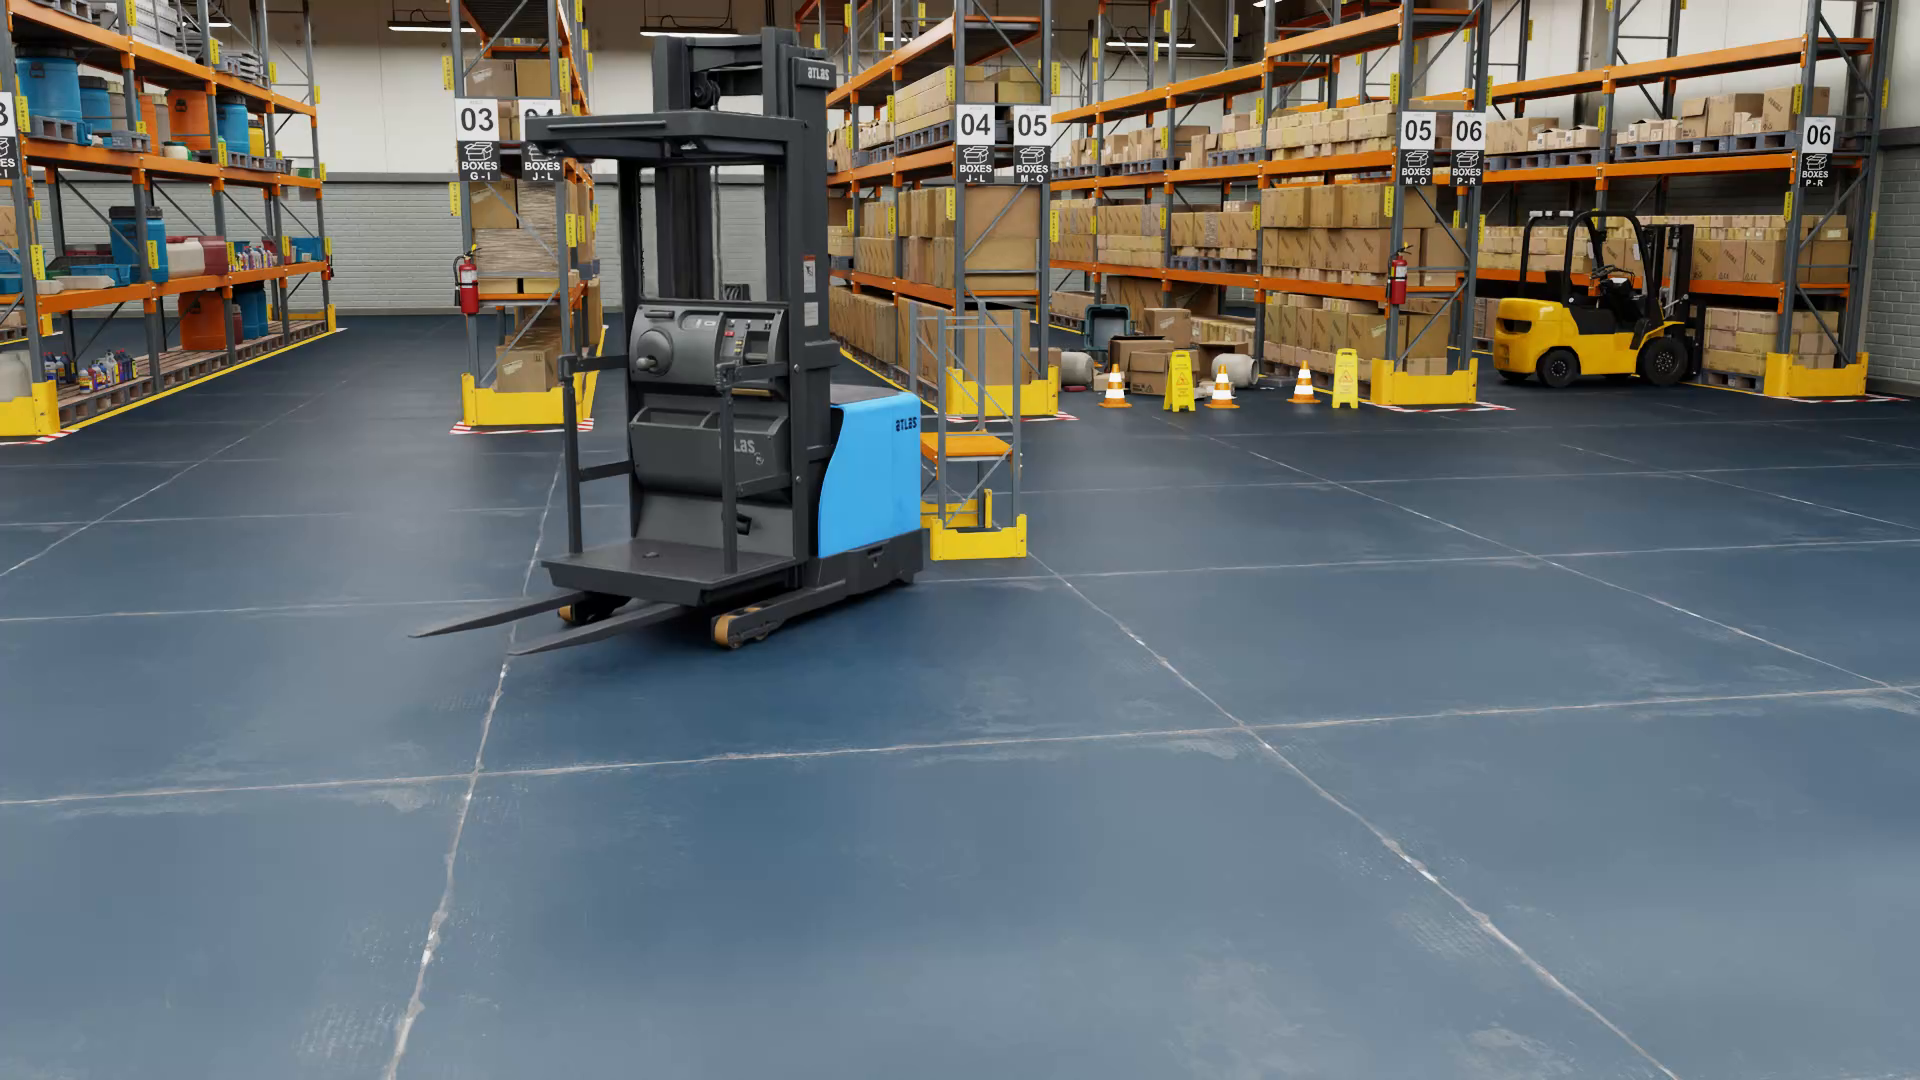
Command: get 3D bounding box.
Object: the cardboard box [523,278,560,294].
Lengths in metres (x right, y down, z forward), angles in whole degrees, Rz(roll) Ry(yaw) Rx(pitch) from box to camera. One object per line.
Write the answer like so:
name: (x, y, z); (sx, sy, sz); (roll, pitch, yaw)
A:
cardboard box: (-4.263, -2.601, 17.011); (0.380, 0.149, 0.250); (-2, 11, -11)

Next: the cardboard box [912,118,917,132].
cardboard box: (-0.348, -4.852, 19.424); (0.380, 0.149, 0.250); (-2, 11, -11)

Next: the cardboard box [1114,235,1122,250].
cardboard box: (2.955, -5.117, 28.625); (0.500, 0.250, 0.500); (-2, 11, -10)

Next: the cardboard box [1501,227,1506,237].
cardboard box: (8.634, -4.783, 25.802); (0.380, 0.149, 0.250); (-2, 11, -10)

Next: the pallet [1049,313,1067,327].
pallet: (2.399, -4.445, 33.484); (1.003, 0.211, 1.213); (-2, 11, -11)

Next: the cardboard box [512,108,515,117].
cardboard box: (-4.896, -4.492, 17.587); (0.380, 0.149, 0.250); (-2, 11, -10)

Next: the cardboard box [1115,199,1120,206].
cardboard box: (3.073, -6.197, 30.558); (0.380, 0.149, 0.250); (-2, 11, -10)

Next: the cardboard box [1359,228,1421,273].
cardboard box: (4.903, -3.309, 18.994); (0.500, 0.500, 0.500); (-2, 11, -12)

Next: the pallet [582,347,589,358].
pallet: (-5.847, -2.617, 23.883); (1.003, 0.211, 1.213); (-2, 11, -11)

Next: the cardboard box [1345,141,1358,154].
cardboard box: (4.757, -4.616, 19.578); (0.380, 0.149, 0.250); (-2, 11, -11)

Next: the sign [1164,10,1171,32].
sign: (3.179, -7.954, 25.497); (0.100, 0.325, 0.005); (-2, 11, -11)

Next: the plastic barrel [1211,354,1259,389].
plastic barrel: (3.392, -2.082, 20.503); (0.512, 0.421, 0.421); (6, 12, 28)

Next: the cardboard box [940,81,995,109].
cardboard box: (0.074, -4.706, 17.593); (0.500, 0.250, 0.500); (-2, 11, -10)

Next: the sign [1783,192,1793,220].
sign: (9.612, -3.873, 19.292); (0.100, 0.325, 0.005); (-2, 11, -11)

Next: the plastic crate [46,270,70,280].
plastic crate: (-10.091, -2.854, 18.233); (0.450, 0.188, 0.662); (-2, 11, -11)

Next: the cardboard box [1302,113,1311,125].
cardboard box: (4.486, -5.241, 20.729); (0.380, 0.149, 0.250); (-2, 11, -13)

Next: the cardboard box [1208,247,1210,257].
cardboard box: (3.884, -4.260, 24.603); (0.380, 0.149, 0.250); (-2, 11, -9)

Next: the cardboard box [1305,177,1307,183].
cardboard box: (7.093, -7.188, 33.086); (0.380, 0.149, 0.250); (-2, 11, -12)

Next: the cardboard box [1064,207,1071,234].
cardboard box: (2.294, -6.120, 31.887); (0.500, 0.500, 0.500); (-2, 11, -11)

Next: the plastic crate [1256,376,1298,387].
plastic crate: (4.002, -2.005, 21.019); (0.402, 0.080, 0.583); (-6, 13, -31)

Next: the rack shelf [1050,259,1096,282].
rack shelf: (2.556, -5.238, 32.118); (1.077, 0.370, 4.000); (-2, 11, -11)

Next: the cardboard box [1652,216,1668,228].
cardboard box: (9.364, -4.195, 21.914); (0.380, 0.149, 0.250); (-2, 11, -12)

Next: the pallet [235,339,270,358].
pallet: (-11.284, -2.947, 25.615); (1.003, 0.211, 1.213); (-2, 11, -11)

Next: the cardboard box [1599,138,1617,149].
cardboard box: (9.397, -5.707, 23.917); (0.380, 0.149, 0.250); (-2, 11, -11)

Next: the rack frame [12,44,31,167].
rack frame: (-17.272, -8.185, 29.635); (1.000, 3.000, 0.127); (-2, 11, -11)

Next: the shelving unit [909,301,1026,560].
shelving unit: (0.015, -0.723, 10.483); (0.587, 1.500, 1.083); (-2, 11, -11)

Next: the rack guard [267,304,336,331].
rack guard: (-12.429, -4.194, 31.393); (1.175, 0.500, 0.348); (-2, 11, -11)

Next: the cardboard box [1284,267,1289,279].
cardboard box: (4.429, -3.472, 21.590); (0.380, 0.149, 0.250); (-2, 11, -11)

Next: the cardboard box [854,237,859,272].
cardboard box: (-1.290, -4.249, 24.733); (0.500, 0.500, 0.500); (-2, 11, -10)

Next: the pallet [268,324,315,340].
pallet: (-12.056, -3.672, 29.424); (1.003, 0.211, 1.213); (-2, 11, -11)

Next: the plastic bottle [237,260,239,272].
plastic bottle: (-10.735, -4.076, 24.618); (0.097, 0.201, 0.097); (0, 11, 0)

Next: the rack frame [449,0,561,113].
rack frame: (-4.442, -5.610, 16.106); (1.000, 3.000, 0.127); (-2, 11, -11)

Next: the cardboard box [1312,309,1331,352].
cardboard box: (4.671, -2.574, 20.420); (0.500, 0.500, 0.500); (-2, 11, -12)

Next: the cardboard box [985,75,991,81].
cardboard box: (0.494, -5.082, 18.500); (0.380, 0.149, 0.250); (-2, 11, -12)

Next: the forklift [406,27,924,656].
forklift: (-1.386, -1.016, 8.197); (1.130, 2.935, 3.031); (6, 12, 30)

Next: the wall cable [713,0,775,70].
wall cable: (-5.273, -11.288, 37.330); (2.277, 5.999, 0.120); (-2, 11, -11)

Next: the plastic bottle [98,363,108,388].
plastic bottle: (-9.473, -1.821, 18.363); (0.097, 0.271, 0.097); (0, 11, 0)

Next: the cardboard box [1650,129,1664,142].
cardboard box: (9.308, -5.310, 21.830); (0.380, 0.149, 0.250); (-2, 11, -9)

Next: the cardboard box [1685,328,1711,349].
cardboard box: (9.538, -2.570, 21.072); (0.500, 0.250, 0.500); (-2, 11, -12)

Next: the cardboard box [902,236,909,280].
cardboard box: (-0.251, -3.565, 21.005); (0.875, 0.550, 0.550); (-2, 11, -11)

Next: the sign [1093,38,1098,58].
sign: (2.396, -8.693, 29.378); (0.100, 0.325, 0.005); (-2, 11, -11)

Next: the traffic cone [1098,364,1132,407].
traffic cone: (1.733, -1.728, 18.538); (0.336, 0.463, 0.334); (-2, 11, -11)

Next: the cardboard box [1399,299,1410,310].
cardboard box: (7.987, -4.003, 29.267); (0.500, 0.500, 0.500); (-3, 11, -13)

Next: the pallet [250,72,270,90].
pallet: (-11.443, -7.191, 25.987); (1.003, 0.211, 1.213); (-2, 11, -11)

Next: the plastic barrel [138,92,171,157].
plastic barrel: (-10.909, -5.512, 22.270); (0.600, 0.901, 0.600); (0, 11, 0)

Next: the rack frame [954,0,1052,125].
rack frame: (0.443, -5.772, 16.957); (1.000, 3.000, 0.127); (-2, 11, -11)

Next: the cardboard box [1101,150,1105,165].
cardboard box: (2.699, -6.734, 29.268); (0.396, 0.266, 0.258); (-2, 11, -12)

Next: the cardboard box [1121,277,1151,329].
cardboard box: (3.327, -4.111, 28.832); (0.875, 0.875, 0.875); (-2, 11, -9)

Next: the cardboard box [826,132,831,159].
cardboard box: (-1.925, -6.682, 28.366); (0.700, 0.500, 0.500); (-2, 11, -11)

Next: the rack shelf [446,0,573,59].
rack shelf: (-4.831, -5.622, 18.101); (1.077, 0.370, 4.000); (-2, 11, -11)

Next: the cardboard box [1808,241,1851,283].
cardboard box: (10.323, -3.355, 20.034); (0.500, 0.500, 0.500); (-2, 11, -9)

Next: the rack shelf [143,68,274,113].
rack shelf: (-11.245, -6.715, 24.901); (1.077, 0.370, 4.000); (-2, 11, -11)

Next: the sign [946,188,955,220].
sign: (-0.092, -3.493, 17.297); (0.100, 0.325, 0.005); (-2, 11, -11)

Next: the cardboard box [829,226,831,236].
cardboard box: (-1.907, -4.978, 26.786); (0.380, 0.149, 0.250); (-2, 11, -8)

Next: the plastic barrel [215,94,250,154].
plastic barrel: (-11.152, -6.303, 25.302); (0.600, 0.901, 0.708); (-2, 11, -11)
